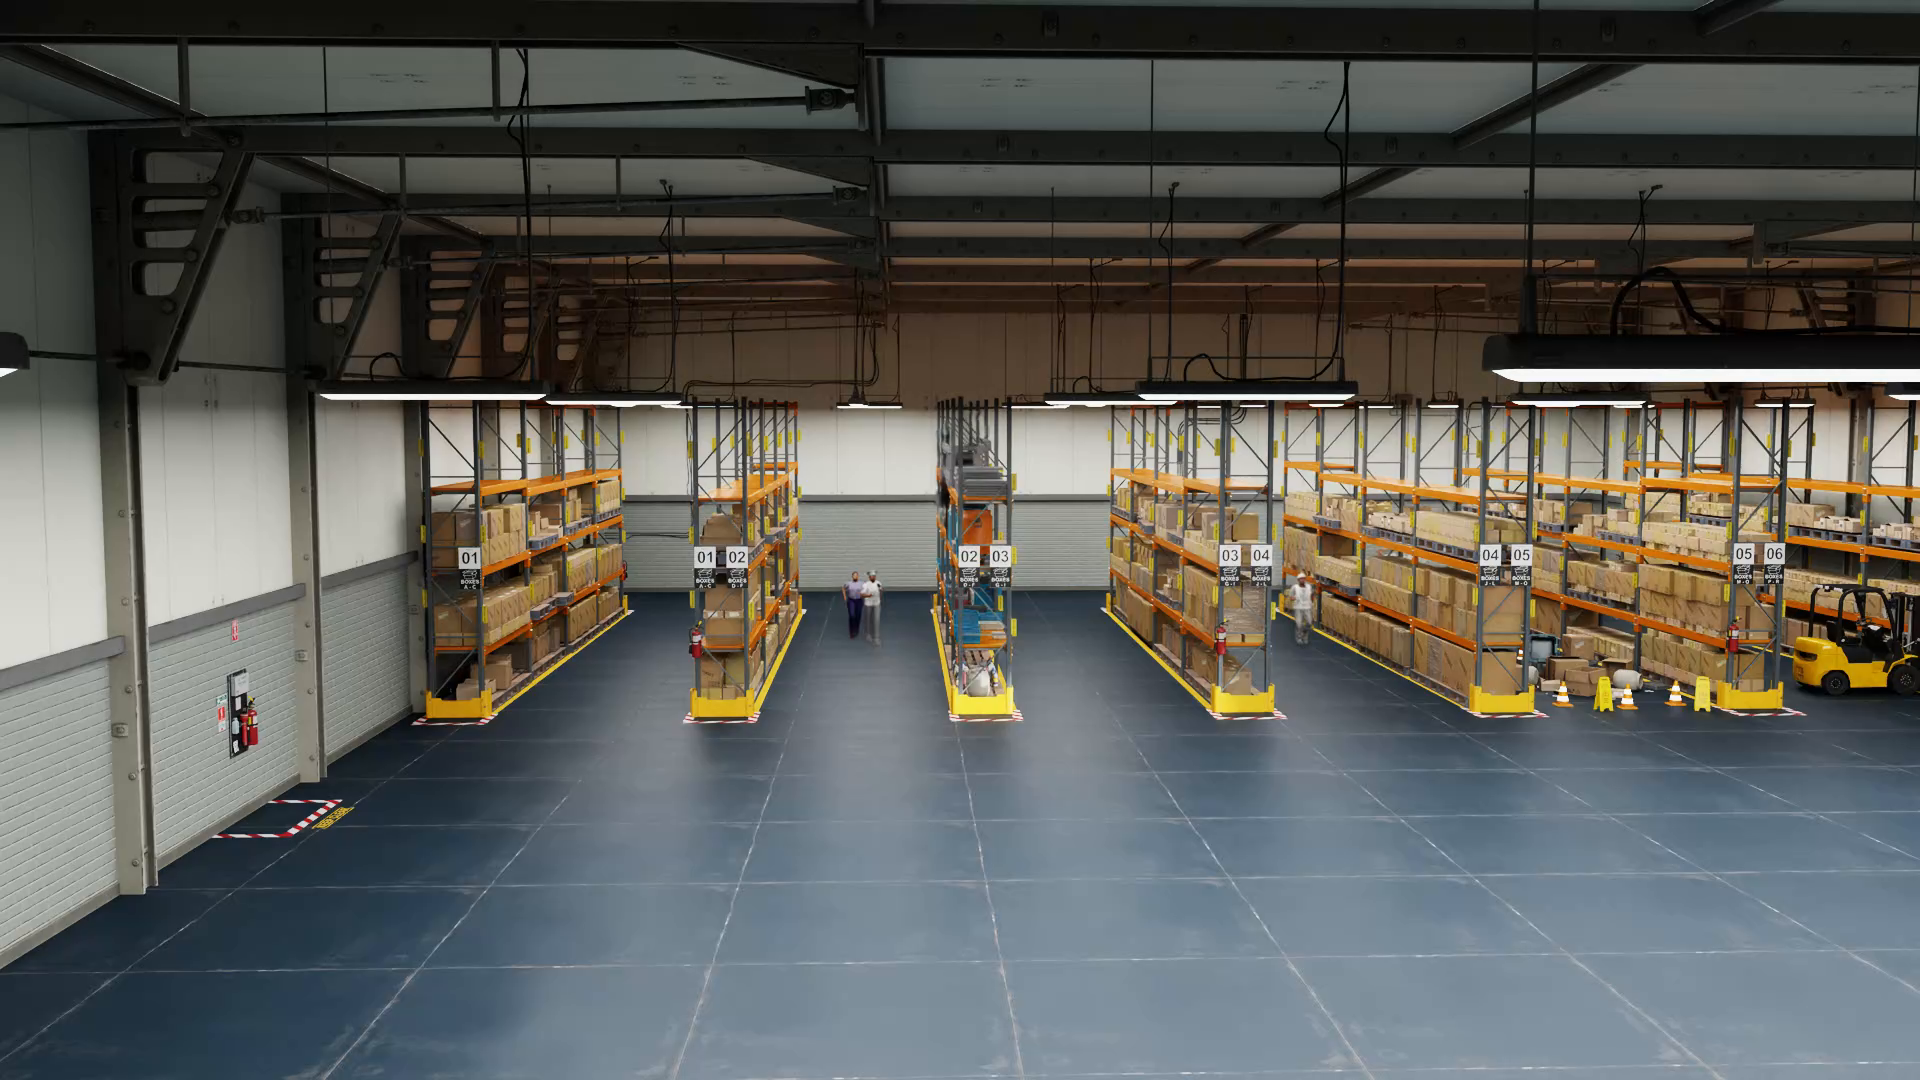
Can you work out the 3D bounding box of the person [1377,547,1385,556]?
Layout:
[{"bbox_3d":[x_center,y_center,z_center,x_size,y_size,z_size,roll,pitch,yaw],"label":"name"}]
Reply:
[{"bbox_3d":[12.468,1.106,49.165,0.711,1.661,0.740,0,4,3],"label":"person"}]

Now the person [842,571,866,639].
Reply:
[{"bbox_3d":[-2.665,1.645,42.231,0.580,1.712,0.765,-1,5,-15],"label":"person"}]

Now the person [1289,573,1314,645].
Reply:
[{"bbox_3d":[8.385,1.702,40.643,0.662,1.767,0.633,0,4,-1],"label":"person"}]

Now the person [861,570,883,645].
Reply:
[{"bbox_3d":[-2.048,1.558,38.973,0.574,1.730,0.820,-1,5,-15],"label":"person"}]
